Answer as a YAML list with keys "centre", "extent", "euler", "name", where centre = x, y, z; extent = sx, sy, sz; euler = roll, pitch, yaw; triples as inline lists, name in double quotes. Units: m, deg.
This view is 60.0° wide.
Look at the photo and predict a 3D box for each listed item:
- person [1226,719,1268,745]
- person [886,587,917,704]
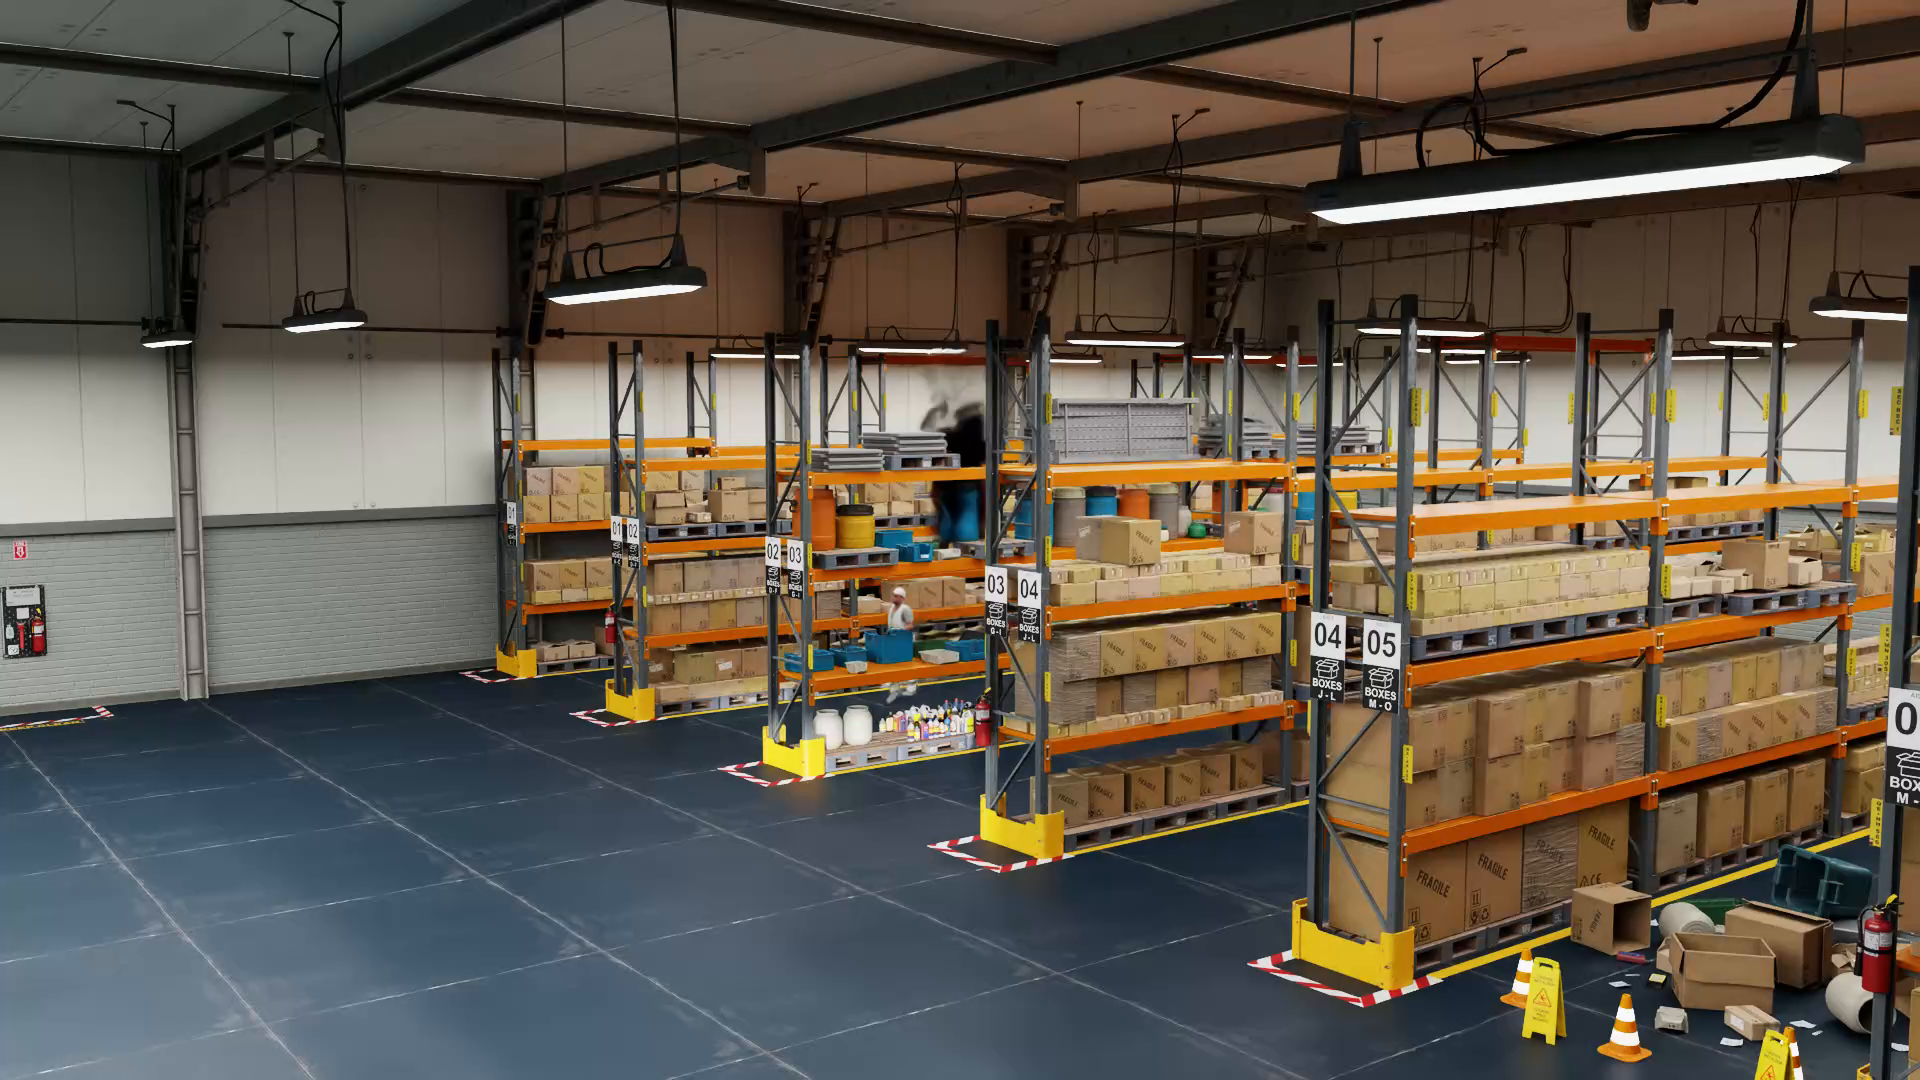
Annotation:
- centre: [3.940, 2.046, 23.056]
  extent: [0.898, 1.719, 0.544]
  euler: [-4, 7, -41]
  name: "person"
- centre: [-0.979, 1.686, 26.513]
  extent: [0.642, 1.869, 0.724]
  euler: [5, 7, 42]
  name: "person"
